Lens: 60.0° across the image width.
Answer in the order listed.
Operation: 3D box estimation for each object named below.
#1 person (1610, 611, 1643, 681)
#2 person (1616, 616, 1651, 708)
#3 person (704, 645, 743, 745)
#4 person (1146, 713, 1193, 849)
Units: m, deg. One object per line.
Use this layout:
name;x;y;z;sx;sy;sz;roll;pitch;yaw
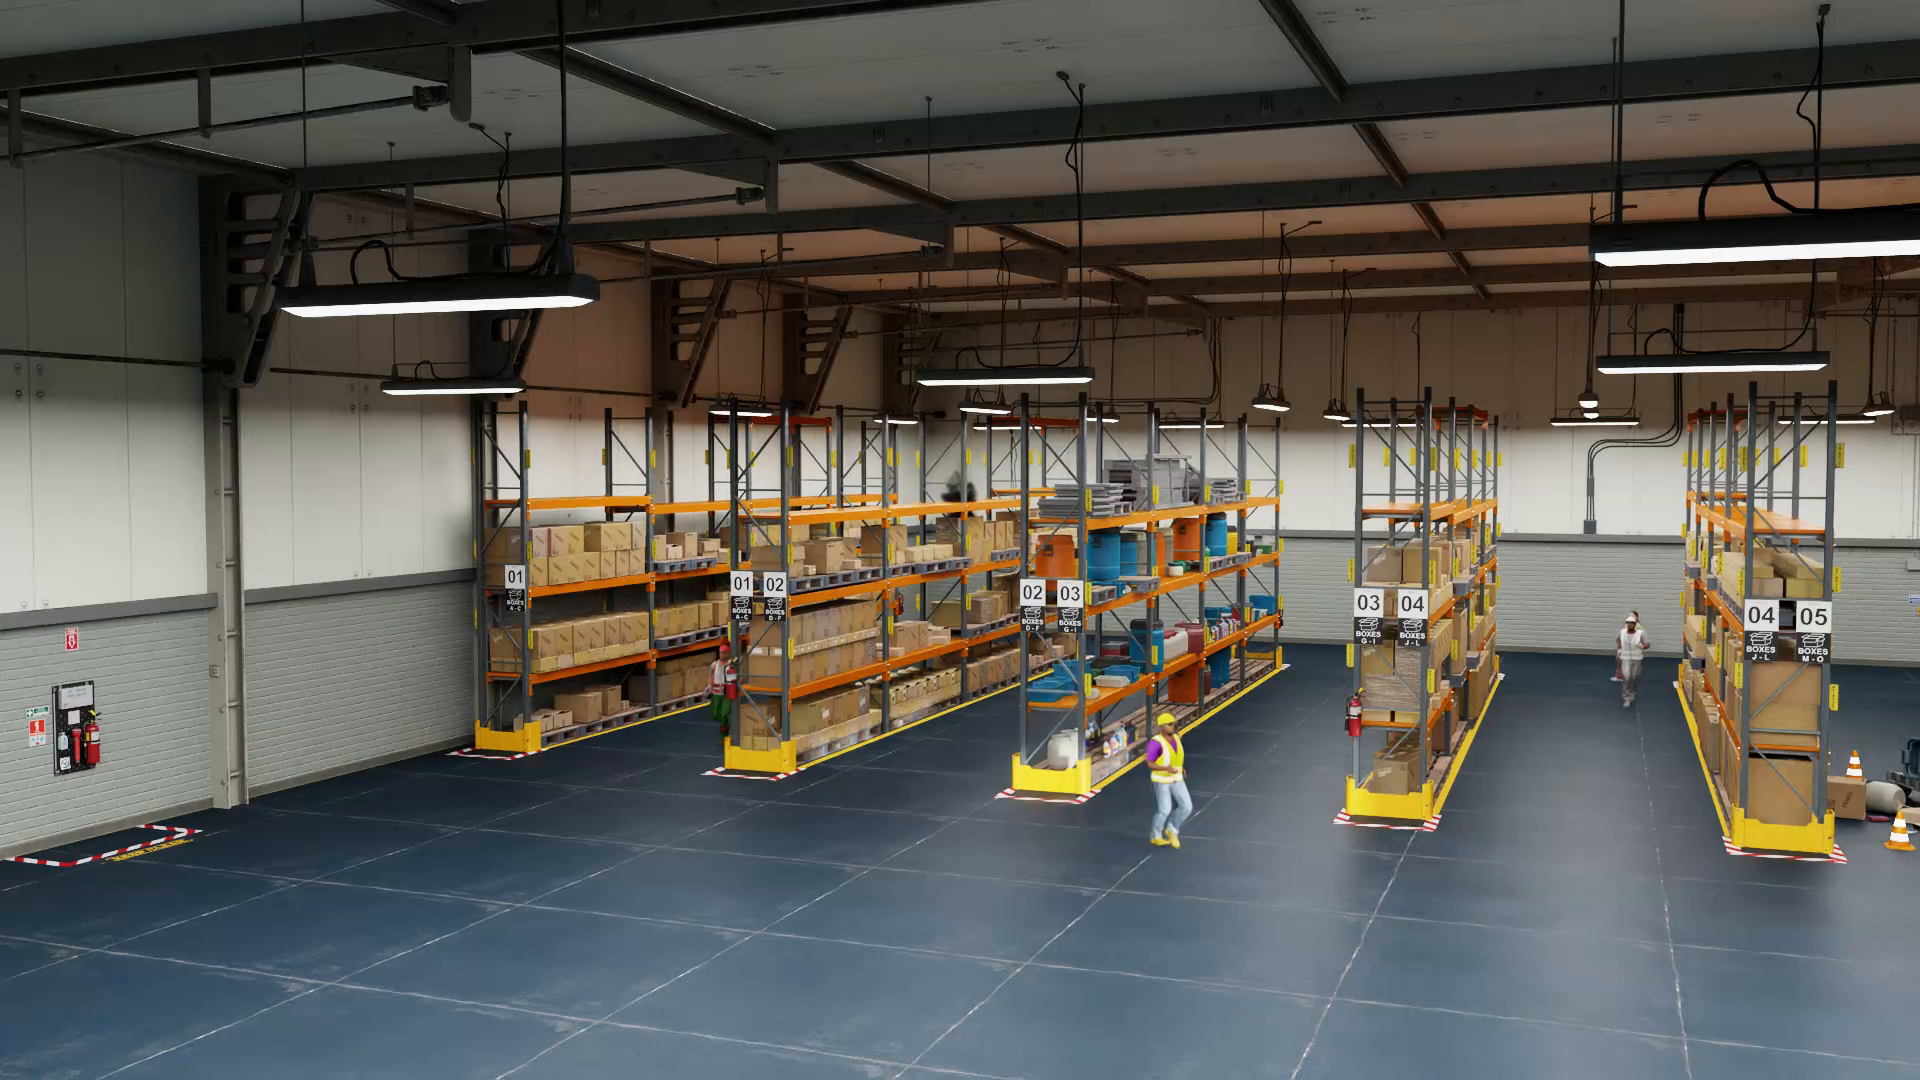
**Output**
person;15.038;2.383;37.304;0.653;1.598;0.620;-1;3;-22
person;13.695;2.462;33.844;0.656;1.824;0.887;1;3;23
person;-4.142;2.714;29.282;0.657;1.744;0.606;1;3;13
person;2.682;3.093;21.263;0.672;1.762;0.681;-2;3;-34
